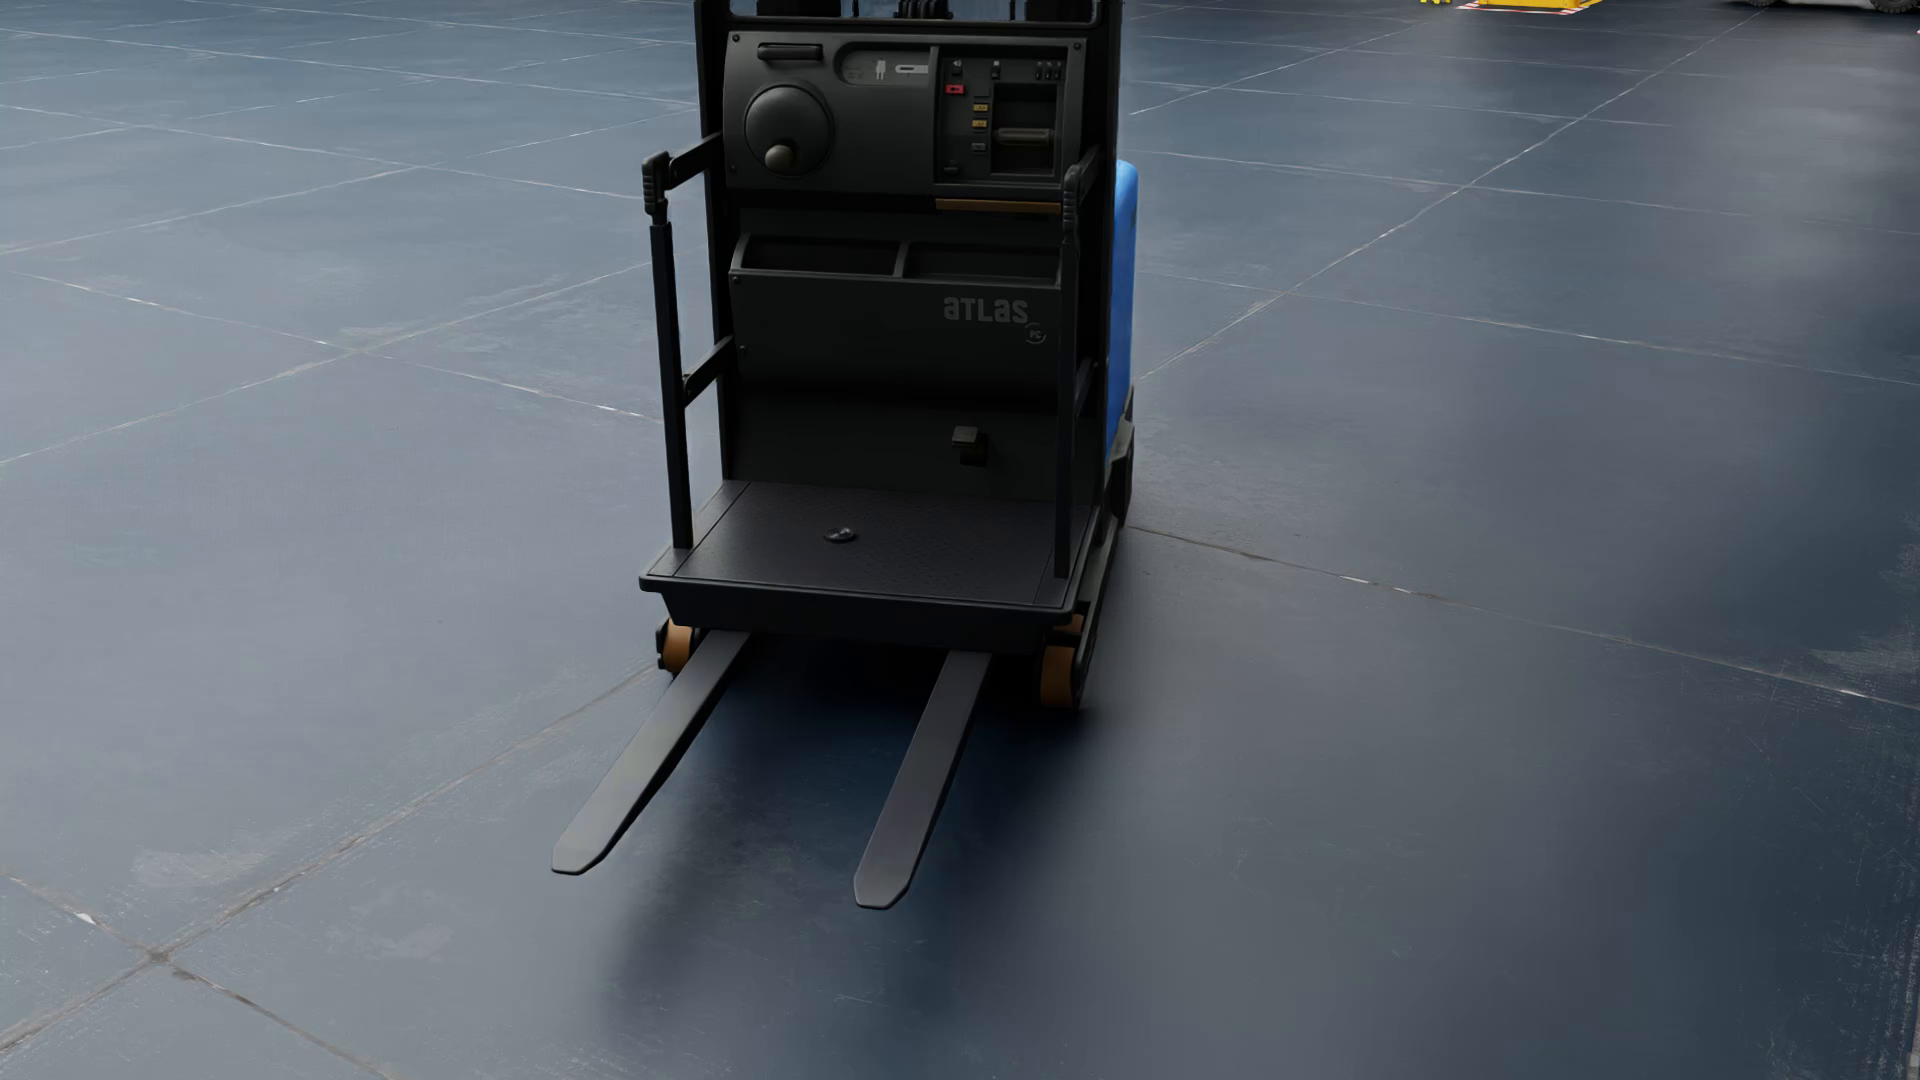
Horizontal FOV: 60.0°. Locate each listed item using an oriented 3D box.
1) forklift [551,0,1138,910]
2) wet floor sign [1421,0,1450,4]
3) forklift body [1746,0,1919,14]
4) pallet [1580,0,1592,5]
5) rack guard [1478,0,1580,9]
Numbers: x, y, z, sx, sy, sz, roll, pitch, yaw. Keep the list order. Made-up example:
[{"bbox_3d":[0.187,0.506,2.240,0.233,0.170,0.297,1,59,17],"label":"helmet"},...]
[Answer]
[{"bbox_3d":[-0.184,-1.069,4.030,1.130,2.935,3.031,4,24,10],"label":"forklift"},{"bbox_3d":[5.936,-7.007,20.625,0.232,0.644,0.267,-17,29,-35],"label":"wet floor sign"},{"bbox_3d":[10.615,-7.522,19.917,2.313,2.155,1.214,14,27,29],"label":"forklift body"},{"bbox_3d":[7.444,-6.940,21.017,1.003,0.211,1.213,14,27,29],"label":"pallet"},{"bbox_3d":[6.985,-6.806,20.343,1.175,0.500,0.348,14,27,29],"label":"rack guard"}]
